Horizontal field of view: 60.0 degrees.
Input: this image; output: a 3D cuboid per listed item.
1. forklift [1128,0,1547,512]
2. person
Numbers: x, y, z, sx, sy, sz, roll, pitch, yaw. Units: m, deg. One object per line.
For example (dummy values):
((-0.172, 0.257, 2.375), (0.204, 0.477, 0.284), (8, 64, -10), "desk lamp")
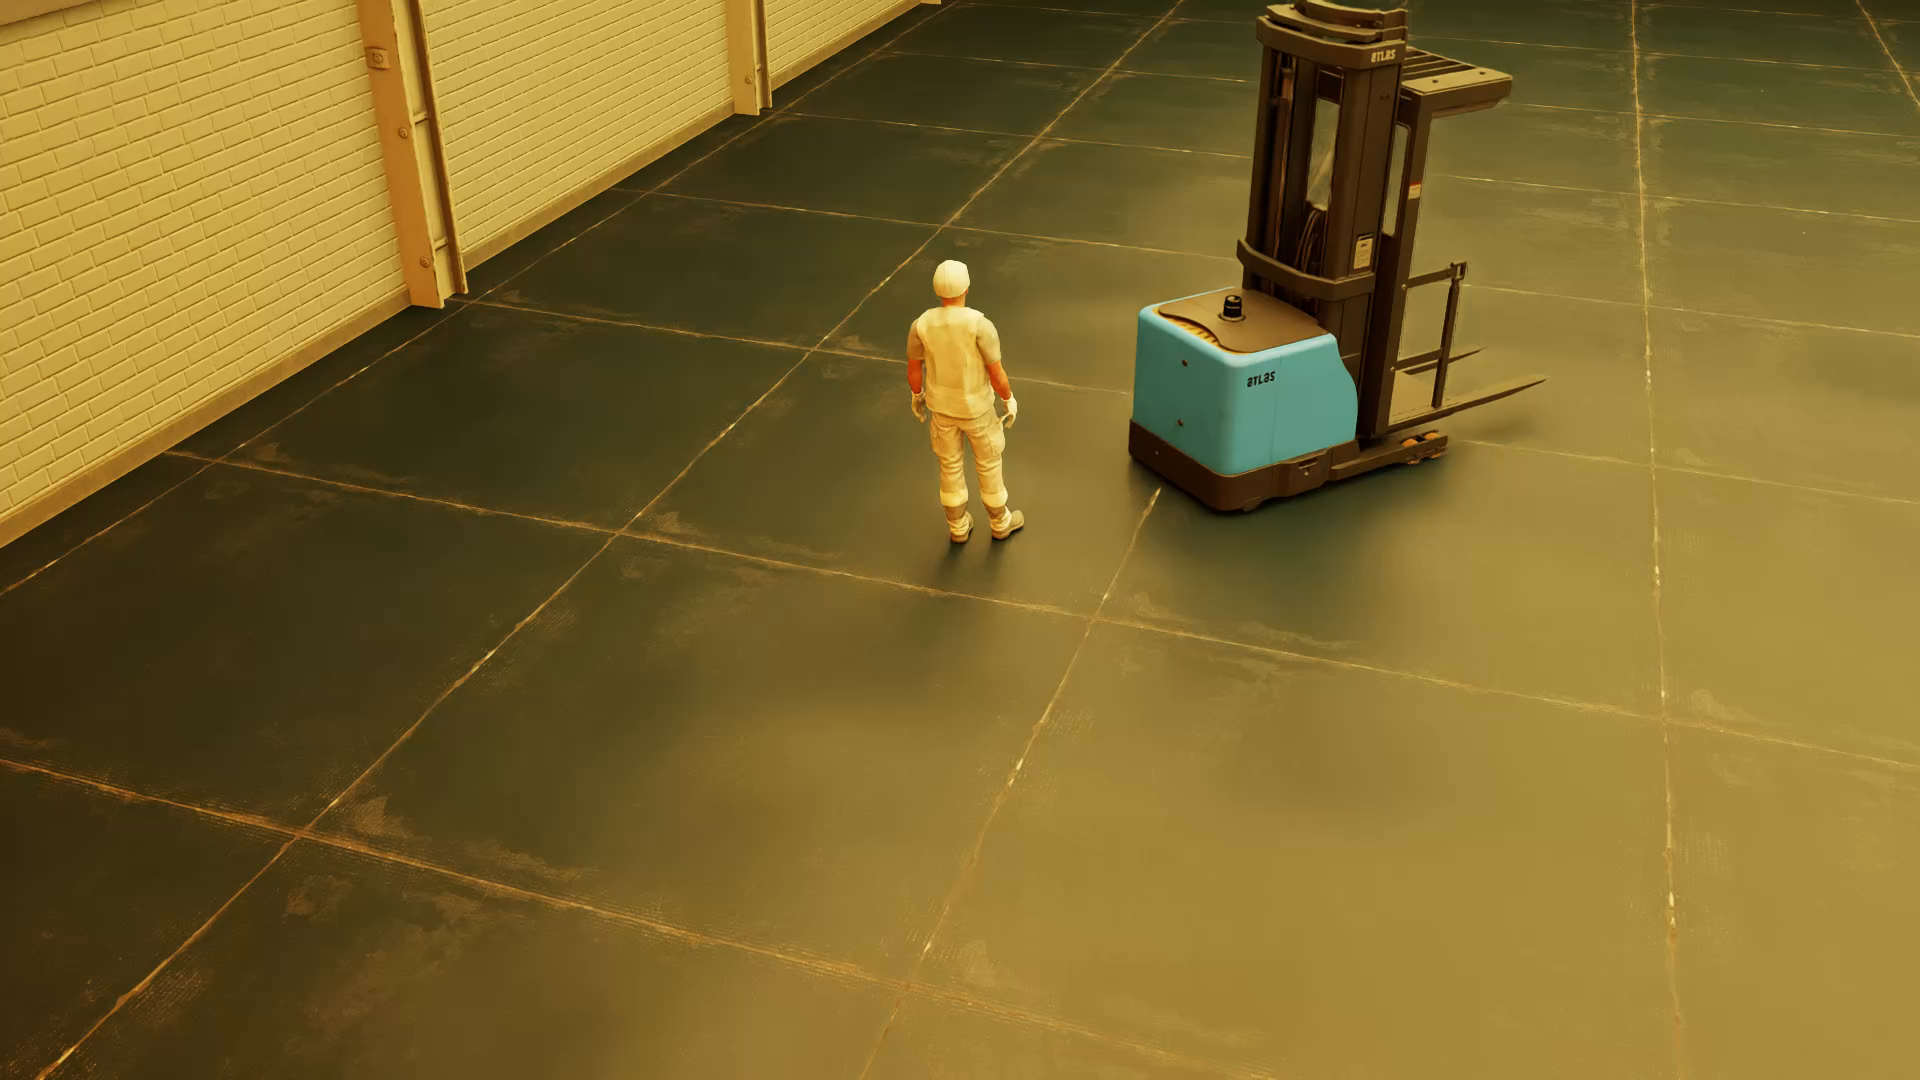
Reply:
((2.642, -1.977, 10.605), (3.031, 2.935, 1.130), (-16, 34, -26), "forklift")
((0.037, -0.819, 9.712), (0.638, 1.787, 0.564), (10, 31, 16), "person")
